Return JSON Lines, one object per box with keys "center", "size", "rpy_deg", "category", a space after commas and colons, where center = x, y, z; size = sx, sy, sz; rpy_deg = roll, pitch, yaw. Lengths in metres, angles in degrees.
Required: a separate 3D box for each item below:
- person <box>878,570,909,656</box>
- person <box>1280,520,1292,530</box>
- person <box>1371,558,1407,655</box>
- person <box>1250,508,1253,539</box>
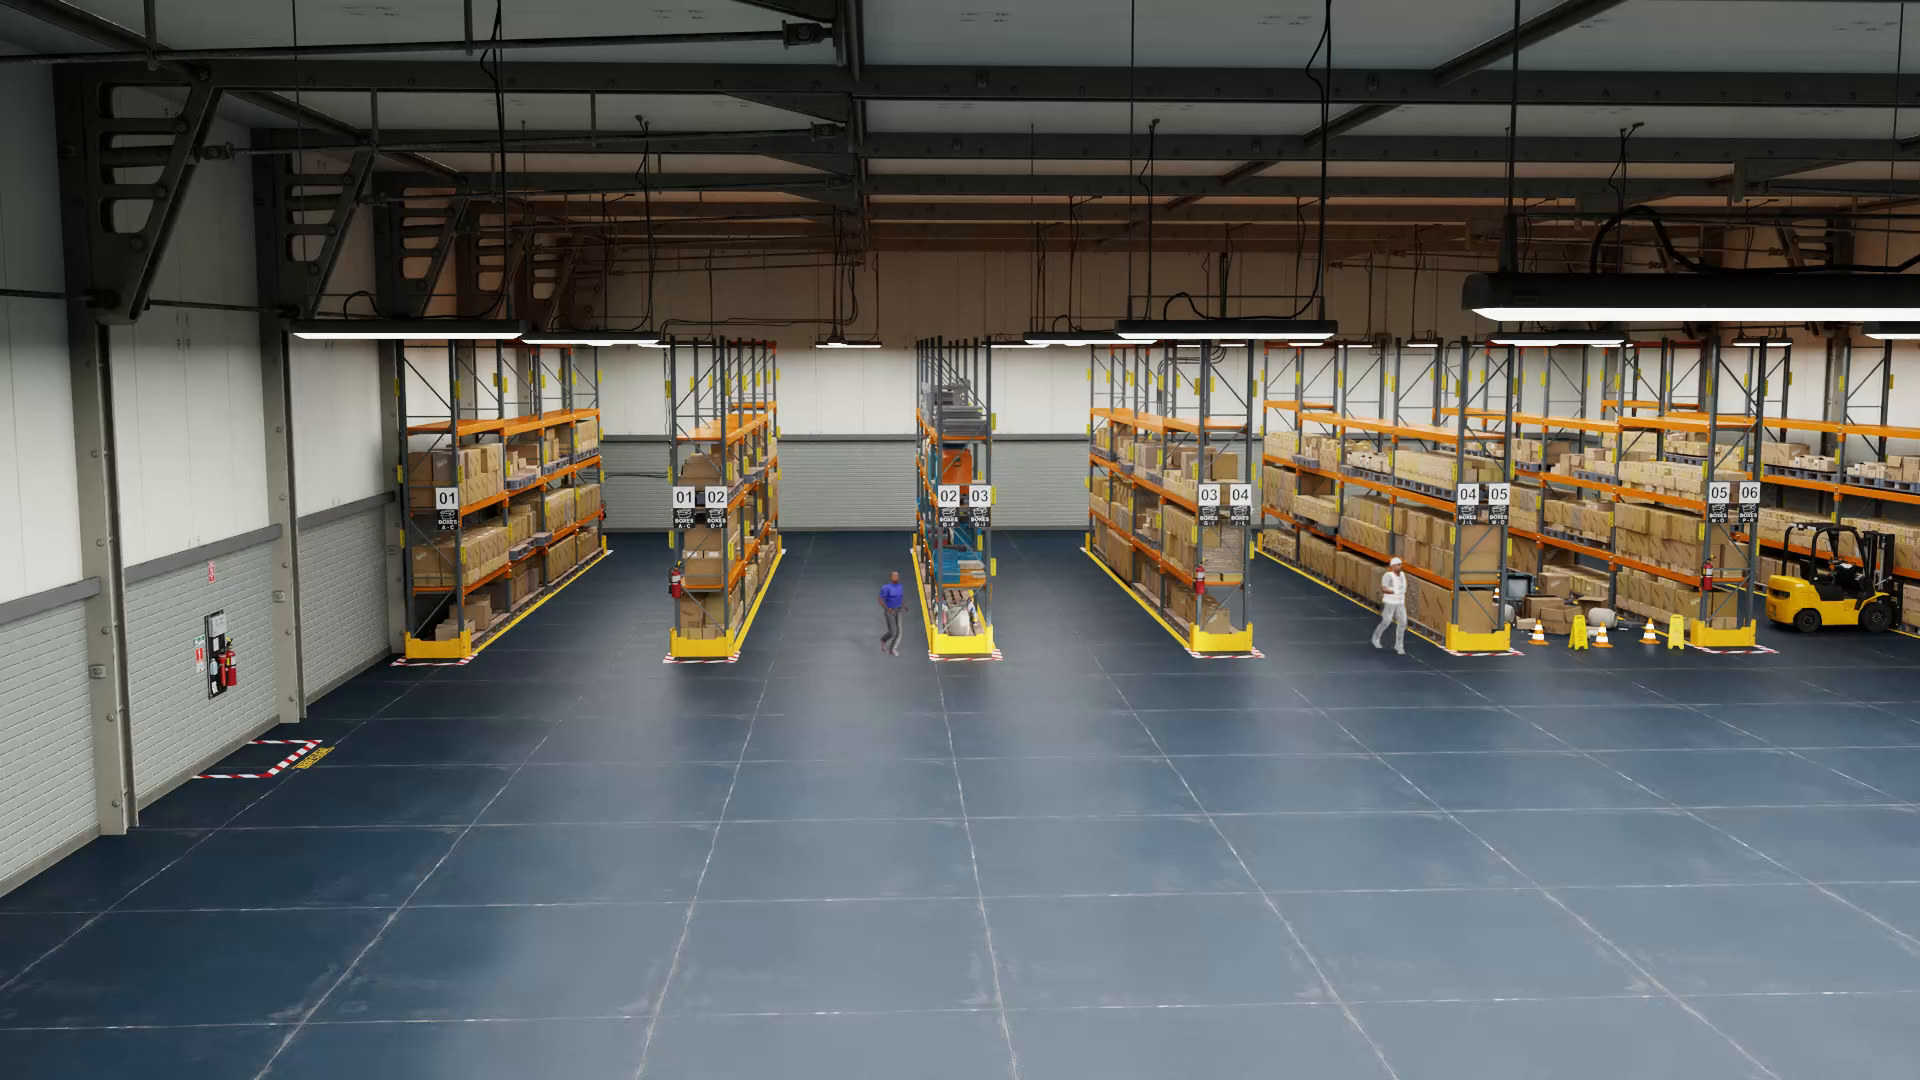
{"center": [-1.255, 1.374, 31.293], "size": [0.539, 1.609, 0.549], "rpy_deg": [-5, 8, -36], "category": "person"}
{"center": [9.711, -0.723, 49.169], "size": [0.531, 1.746, 0.673], "rpy_deg": [0, 6, 1], "category": "person"}
{"center": [8.239, 1.249, 31.716], "size": [0.682, 1.851, 0.816], "rpy_deg": [-4, 8, -31], "category": "person"}
{"center": [8.273, -0.597, 48.885], "size": [0.790, 1.531, 0.607], "rpy_deg": [-1, 7, -6], "category": "person"}
